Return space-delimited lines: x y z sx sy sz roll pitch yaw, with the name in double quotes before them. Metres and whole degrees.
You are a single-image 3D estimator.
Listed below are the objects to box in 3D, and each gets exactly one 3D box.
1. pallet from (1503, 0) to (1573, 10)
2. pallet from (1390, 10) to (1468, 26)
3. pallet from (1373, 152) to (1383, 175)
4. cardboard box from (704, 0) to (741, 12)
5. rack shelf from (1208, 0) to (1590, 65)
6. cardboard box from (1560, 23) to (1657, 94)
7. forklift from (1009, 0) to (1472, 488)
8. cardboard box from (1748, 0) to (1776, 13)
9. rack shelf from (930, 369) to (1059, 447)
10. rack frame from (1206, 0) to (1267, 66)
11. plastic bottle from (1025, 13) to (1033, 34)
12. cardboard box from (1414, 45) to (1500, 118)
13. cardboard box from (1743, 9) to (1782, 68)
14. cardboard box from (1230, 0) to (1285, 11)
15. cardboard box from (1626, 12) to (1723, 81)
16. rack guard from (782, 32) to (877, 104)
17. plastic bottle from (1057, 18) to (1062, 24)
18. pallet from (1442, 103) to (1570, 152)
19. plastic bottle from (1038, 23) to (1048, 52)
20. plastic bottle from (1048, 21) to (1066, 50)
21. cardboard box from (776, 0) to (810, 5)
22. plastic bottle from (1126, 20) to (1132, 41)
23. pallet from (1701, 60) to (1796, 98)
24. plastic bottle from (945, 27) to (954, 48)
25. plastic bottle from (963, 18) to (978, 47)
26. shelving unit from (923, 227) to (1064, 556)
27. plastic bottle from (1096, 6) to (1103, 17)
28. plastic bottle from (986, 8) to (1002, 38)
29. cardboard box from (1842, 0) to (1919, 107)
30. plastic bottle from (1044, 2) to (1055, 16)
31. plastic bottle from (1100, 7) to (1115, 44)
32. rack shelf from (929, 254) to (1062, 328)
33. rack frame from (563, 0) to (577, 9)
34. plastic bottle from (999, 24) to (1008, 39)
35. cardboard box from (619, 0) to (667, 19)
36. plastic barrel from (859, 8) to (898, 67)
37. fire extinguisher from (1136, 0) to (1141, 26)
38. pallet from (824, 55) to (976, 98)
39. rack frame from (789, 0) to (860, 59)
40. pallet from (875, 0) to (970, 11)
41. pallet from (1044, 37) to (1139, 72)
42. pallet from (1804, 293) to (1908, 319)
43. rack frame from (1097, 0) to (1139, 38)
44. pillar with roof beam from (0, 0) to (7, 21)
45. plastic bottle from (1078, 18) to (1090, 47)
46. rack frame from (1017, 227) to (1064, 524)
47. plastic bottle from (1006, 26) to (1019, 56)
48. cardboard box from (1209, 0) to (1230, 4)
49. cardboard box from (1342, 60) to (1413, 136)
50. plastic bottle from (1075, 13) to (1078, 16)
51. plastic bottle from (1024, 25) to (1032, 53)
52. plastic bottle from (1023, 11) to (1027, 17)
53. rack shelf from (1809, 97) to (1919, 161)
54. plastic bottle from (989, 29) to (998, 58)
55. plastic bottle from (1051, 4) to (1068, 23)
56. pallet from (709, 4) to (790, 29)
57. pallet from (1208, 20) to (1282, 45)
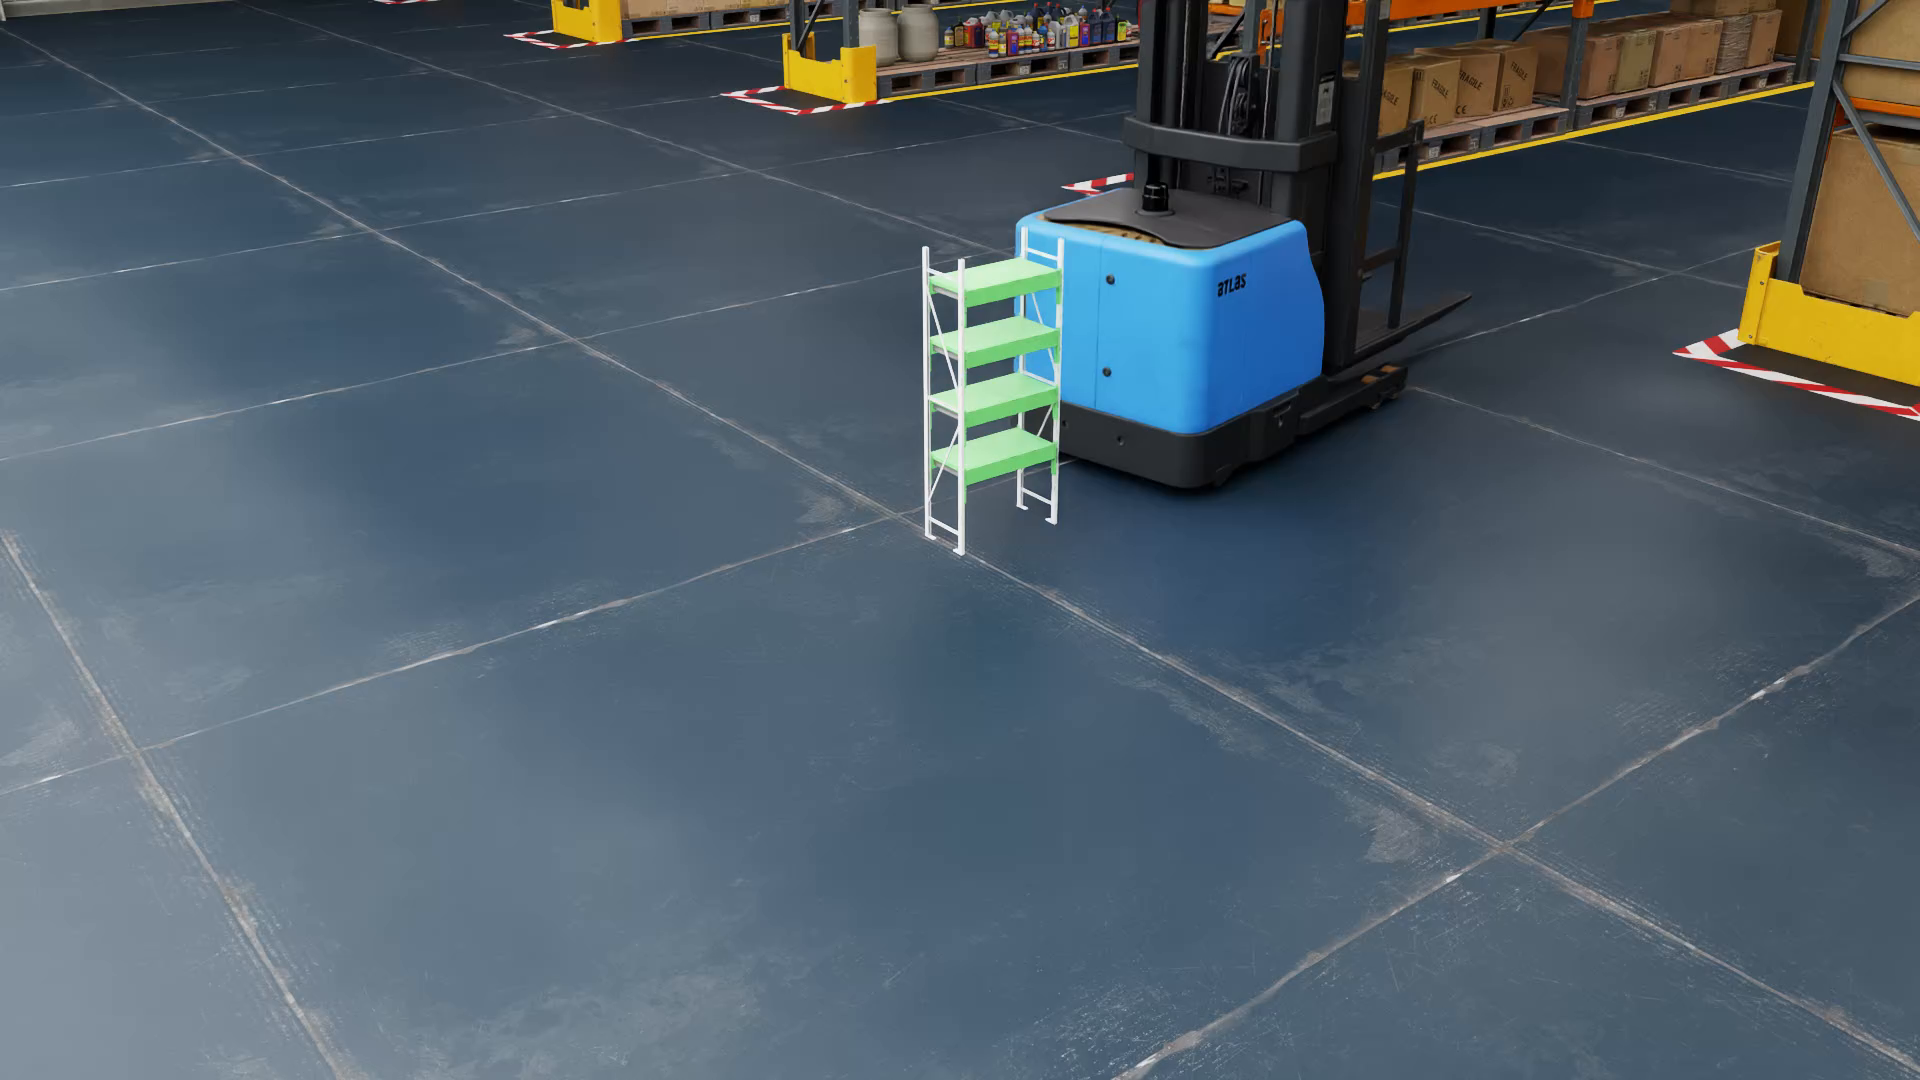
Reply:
"pallet" 7.526 -7.295 22.218 1.213 0.211 1.003 -18 31 -34
"pallet" 5.605 -6.661 20.852 1.213 0.211 1.003 -18 31 -34
"pallet" 2.493 -2.943 12.840 1.213 0.211 1.003 -18 31 -34
"cardboard box" -2.994 -6.541 20.048 0.500 0.250 0.500 -18 31 -34
"rack shelf" 3.346 -4.182 13.052 4.000 0.370 1.077 -18 31 -34
"cardboard box" 5.803 -4.363 15.035 0.500 0.500 0.700 -18 31 -34
"forklift" 1.572 -2.091 7.775 1.130 2.935 3.031 20 32 36
"cardboard box" 7.558 -5.289 16.138 0.500 0.250 0.500 -17 30 -32
"rack shelf" 0.130 -0.529 6.617 0.480 0.148 0.258 -18 31 -34
"rack frame" 1.772 -3.989 11.781 0.127 3.000 1.000 -18 31 -34
"plastic bottle" 0.731 -5.458 17.667 0.097 0.271 0.097 0 25 0
"cardboard box" 4.134 -3.842 13.936 0.500 0.500 0.500 -9 26 -18
"cardboard box" 7.552 -4.952 16.303 0.500 0.500 0.700 -20 32 -37
"cardboard box" 2.143 -3.870 11.823 0.250 0.149 0.380 -18 31 -34
"cardboard box" 6.682 -4.654 15.661 0.500 0.500 0.700 -15 29 -30
"rack guard" -1.254 -4.531 15.919 0.348 0.500 1.175 -18 31 -34
"plastic bottle" 1.046 -5.267 17.239 0.133 0.283 0.061 -18 31 -34
"pallet" 4.413 -3.577 14.206 1.213 0.211 1.003 -18 31 -34
"plastic bottle" 0.842 -5.127 16.952 0.097 0.271 0.097 0 25 0
"plastic bottle" 0.999 -5.195 17.093 0.135 0.276 0.152 -18 30 -33
"cardboard box" -2.204 -6.799 20.605 0.500 0.250 0.500 -18 31 -34
"plastic bottle" 1.770 -5.401 17.626 0.097 0.201 0.097 0 25 0
"pallet" 7.451 -4.599 16.409 1.213 0.211 1.003 -18 31 -34
"plastic bottle" -0.110 -5.182 17.154 0.097 0.201 0.097 0 25 0
"plastic bottle" 0.105 -5.272 17.259 0.135 0.276 0.152 -18 30 -34
"shelving unit" 0.130 -0.587 6.590 0.503 1.200 0.258 -18 31 -34
"plastic bottle" 1.445 -5.451 17.557 0.185 0.351 0.144 -18 31 -34
"plastic bottle" 0.342 -5.386 17.417 0.185 0.351 0.144 -17 30 -32
"cardboard box" 5.017 -2.499 8.392 0.550 0.550 0.875 -18 31 -34
"plastic bottle" 0.972 -5.594 17.865 0.185 0.351 0.144 -17 30 -33
"plastic bottle" 1.534 -5.404 17.454 0.185 0.351 0.144 -19 31 -35
"rack shelf" 0.130 -0.965 6.415 0.480 0.148 0.258 -18 31 -34
"rack frame" -4.338 -7.271 18.854 0.127 3.000 1.000 -18 31 -34
"plastic bottle" 0.451 -5.290 17.387 0.097 0.201 0.097 0 25 0
"cardboard box" -3.779 -6.280 19.486 0.500 0.250 0.500 -18 31 -34
"plastic barrel" -0.814 -4.888 16.174 0.421 0.512 0.421 0 25 0
"fire extinguisher" 1.397 -4.076 12.062 0.183 0.674 0.296 -18 31 -34
"pallet" -0.611 -4.609 16.430 1.213 0.211 1.003 -18 31 -34
"rack frame" -1.285 -5.629 15.316 0.127 3.000 1.000 -18 31 -34
"pallet" -0.635 -7.250 22.120 1.213 0.211 1.003 -18 31 -34
"pallet" 1.309 -5.243 17.796 1.213 0.211 1.003 -18 31 -34
"pallet" 5.334 -1.288 9.274 1.213 0.211 1.003 -18 31 -34
"rack frame" 1.863 -6.668 17.555 0.127 3.000 1.000 -18 31 -34
"pillar with roof beam" -9.446 -9.116 15.703 0.400 9.000 9.100 -18 31 -34
"plastic bottle" 1.281 -5.267 17.240 0.133 0.283 0.061 -16 29 -31
"rack frame" 0.322 -0.651 6.727 0.015 1.200 0.240 -18 31 -34
"plastic bottle" 0.524 -5.017 16.701 0.133 0.283 0.061 -18 30 -33
"cardboard box" 1.869 -4.017 12.141 0.250 0.149 0.380 -18 31 -34
"cardboard box" 3.227 -3.525 13.252 0.500 0.500 0.500 -15 29 -29
"plastic bottle" 1.262 -5.635 18.129 0.097 0.201 0.097 0 25 0
"plastic bottle" 0.683 -5.074 16.838 0.097 0.271 0.097 0 25 0
"plastic bottle" 0.668 -5.485 17.710 0.133 0.283 0.061 -17 30 -32
"rack shelf" 6.327 -2.512 9.455 4.000 0.370 1.077 -18 31 -34
"plastic bottle" 0.335 -4.959 16.590 0.097 0.271 0.097 0 25 0
"plastic bottle" 1.061 -5.546 17.762 0.185 0.351 0.144 -18 31 -34
"pallet" -2.803 -6.534 20.578 1.213 0.211 1.003 -18 31 -34
"pallet" 3.418 -5.939 19.296 1.213 0.211 1.003 -18 31 -34
